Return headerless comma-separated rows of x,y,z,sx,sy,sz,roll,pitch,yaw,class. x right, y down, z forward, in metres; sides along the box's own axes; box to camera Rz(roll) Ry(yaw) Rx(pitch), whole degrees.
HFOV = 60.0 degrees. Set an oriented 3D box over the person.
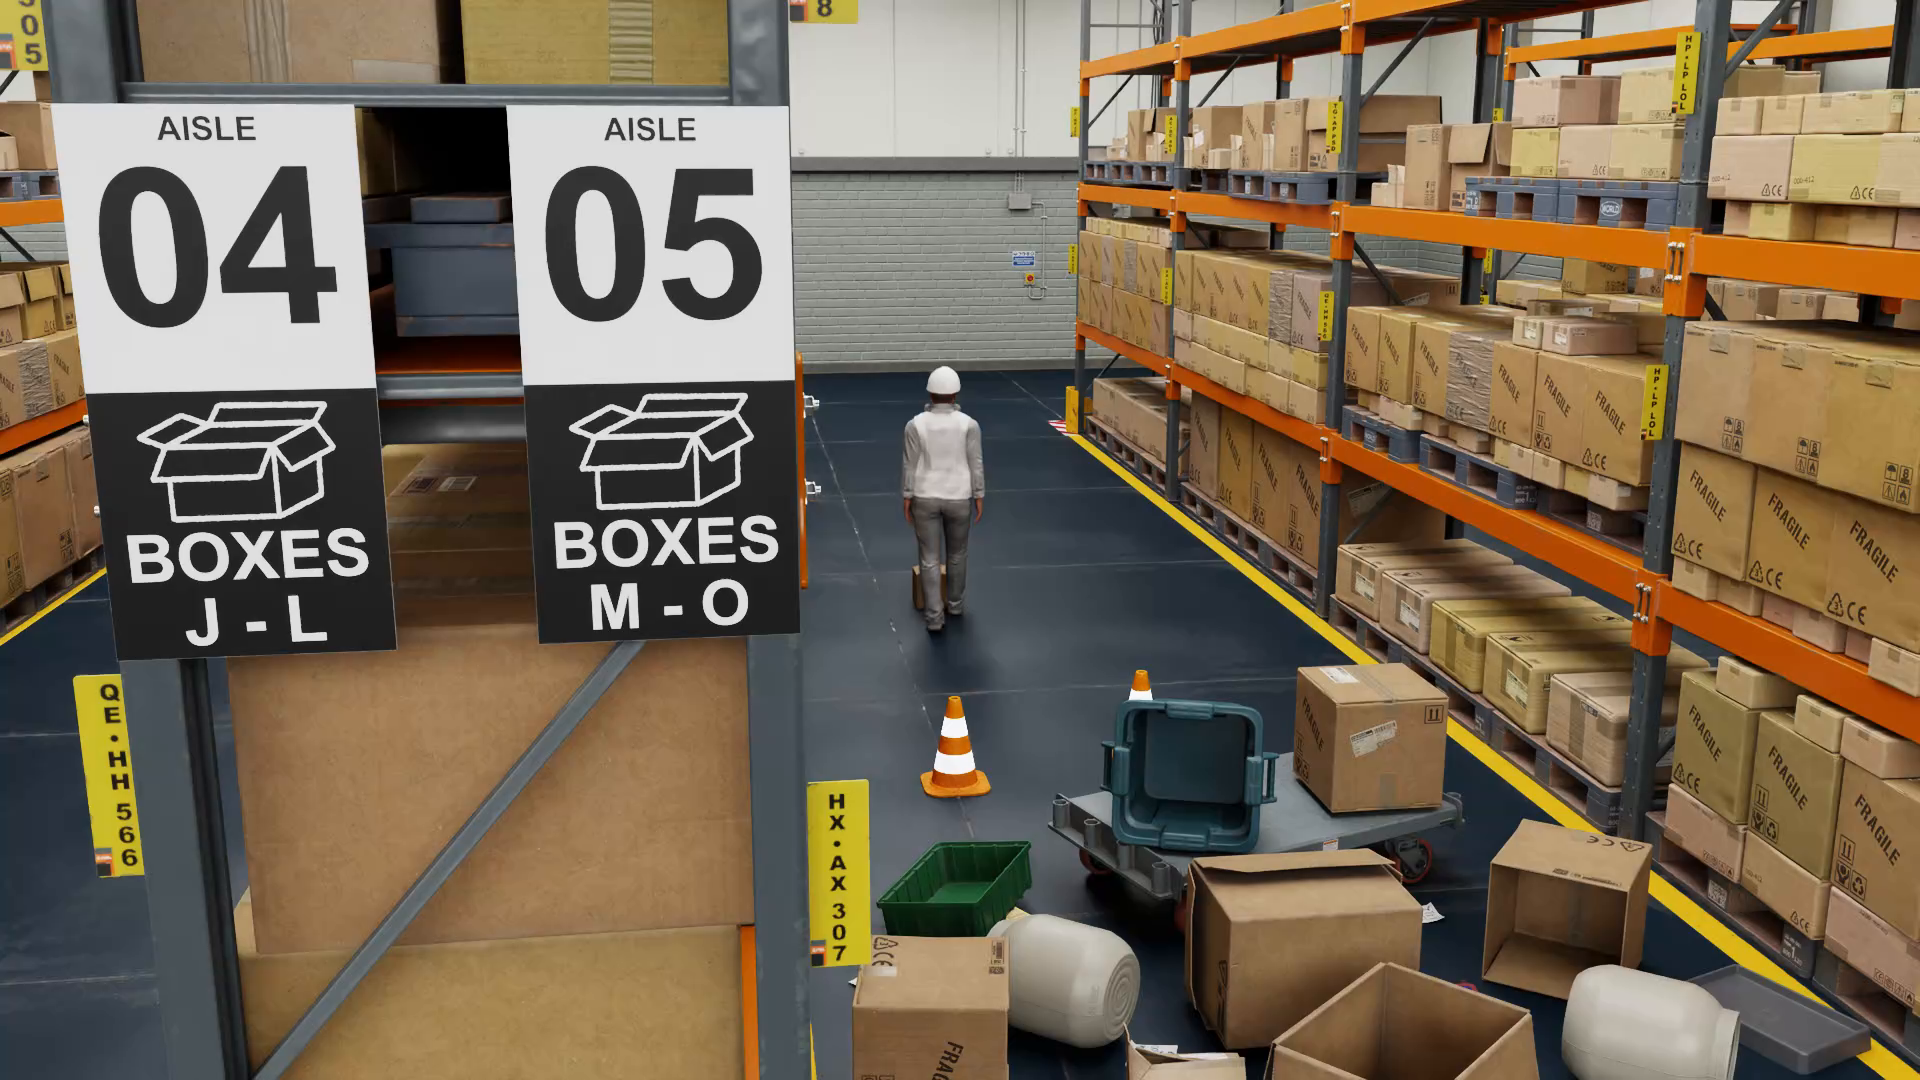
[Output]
-0.127,-0.315,11.275,0.557,1.763,0.742,-1,13,-5,person
